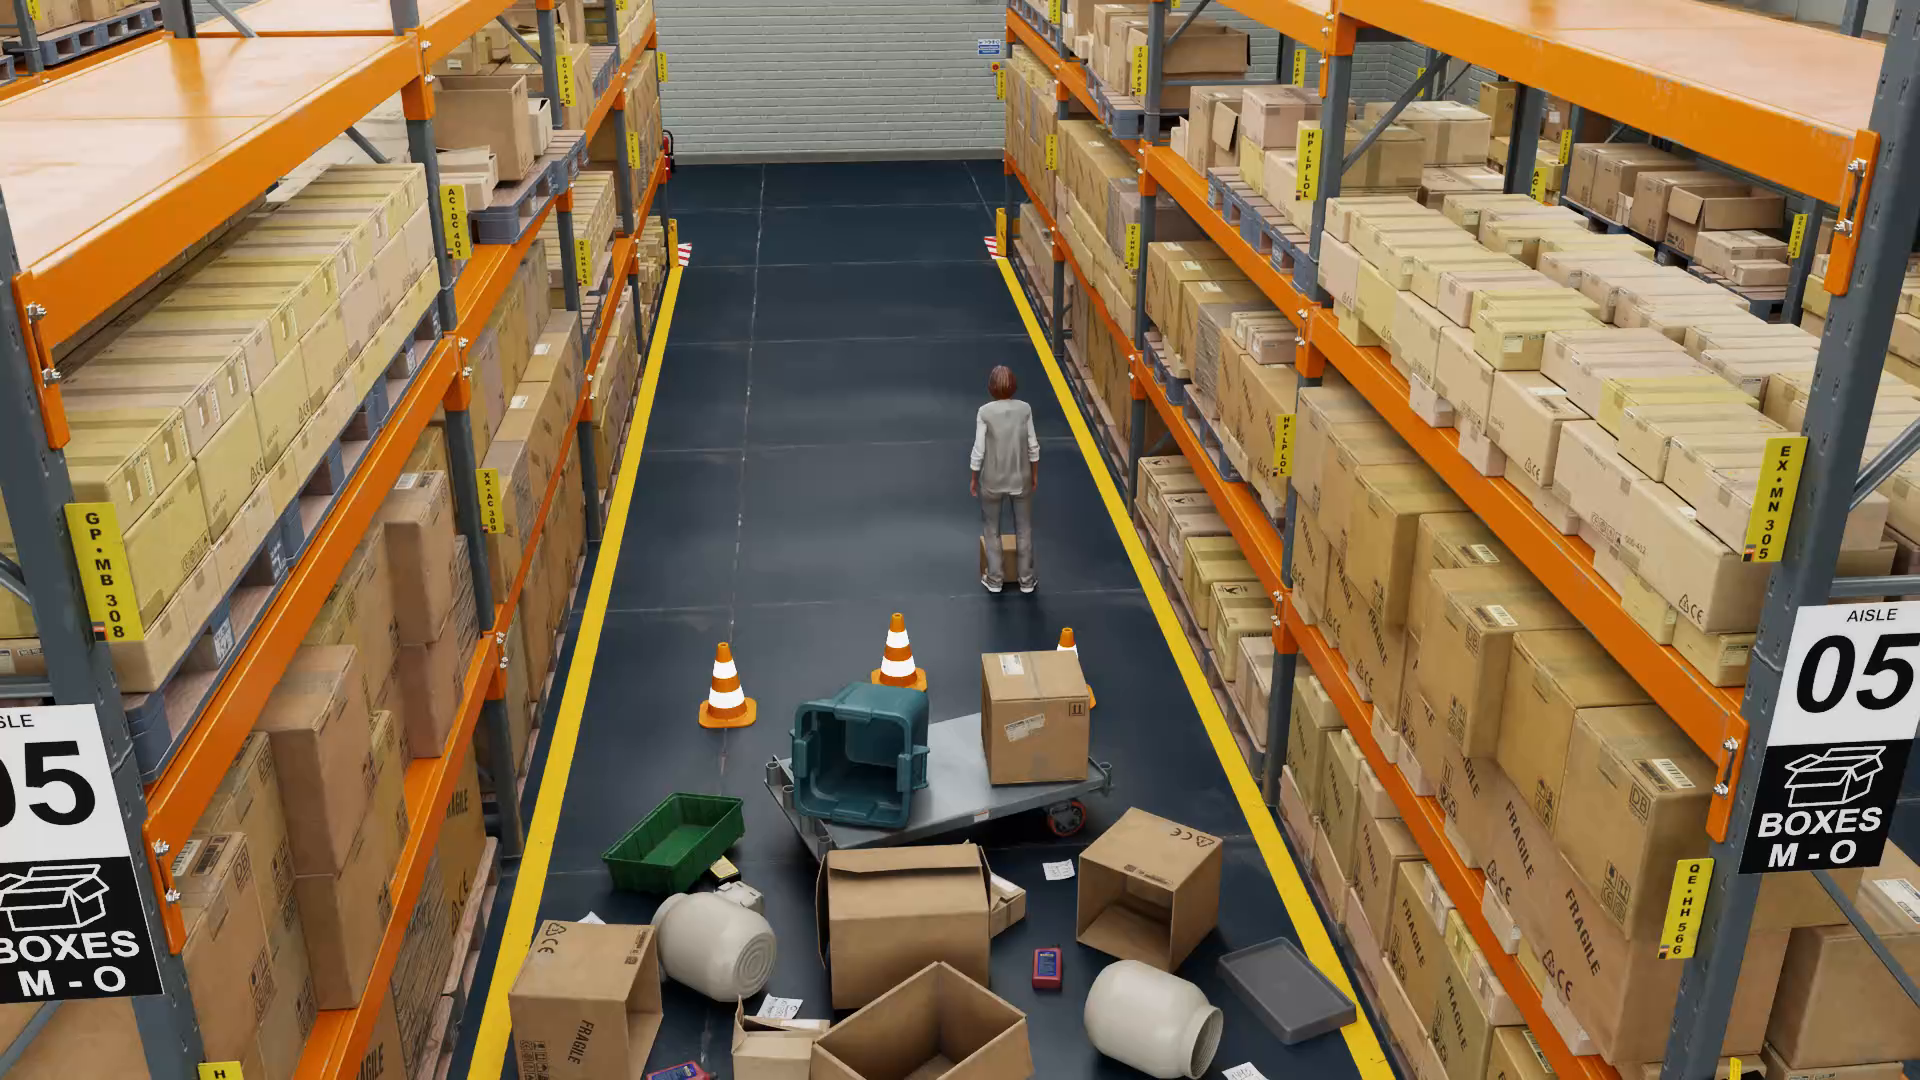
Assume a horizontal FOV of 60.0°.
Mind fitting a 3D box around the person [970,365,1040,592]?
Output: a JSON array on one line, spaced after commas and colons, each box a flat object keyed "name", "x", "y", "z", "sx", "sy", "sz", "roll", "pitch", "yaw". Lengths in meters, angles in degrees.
[{"name": "person", "x": 0.306, "y": -0.392, "z": 11.182, "sx": 0.484, "sy": 1.594, "sz": 0.369, "roll": -3, "pitch": 24, "yaw": -8}]
